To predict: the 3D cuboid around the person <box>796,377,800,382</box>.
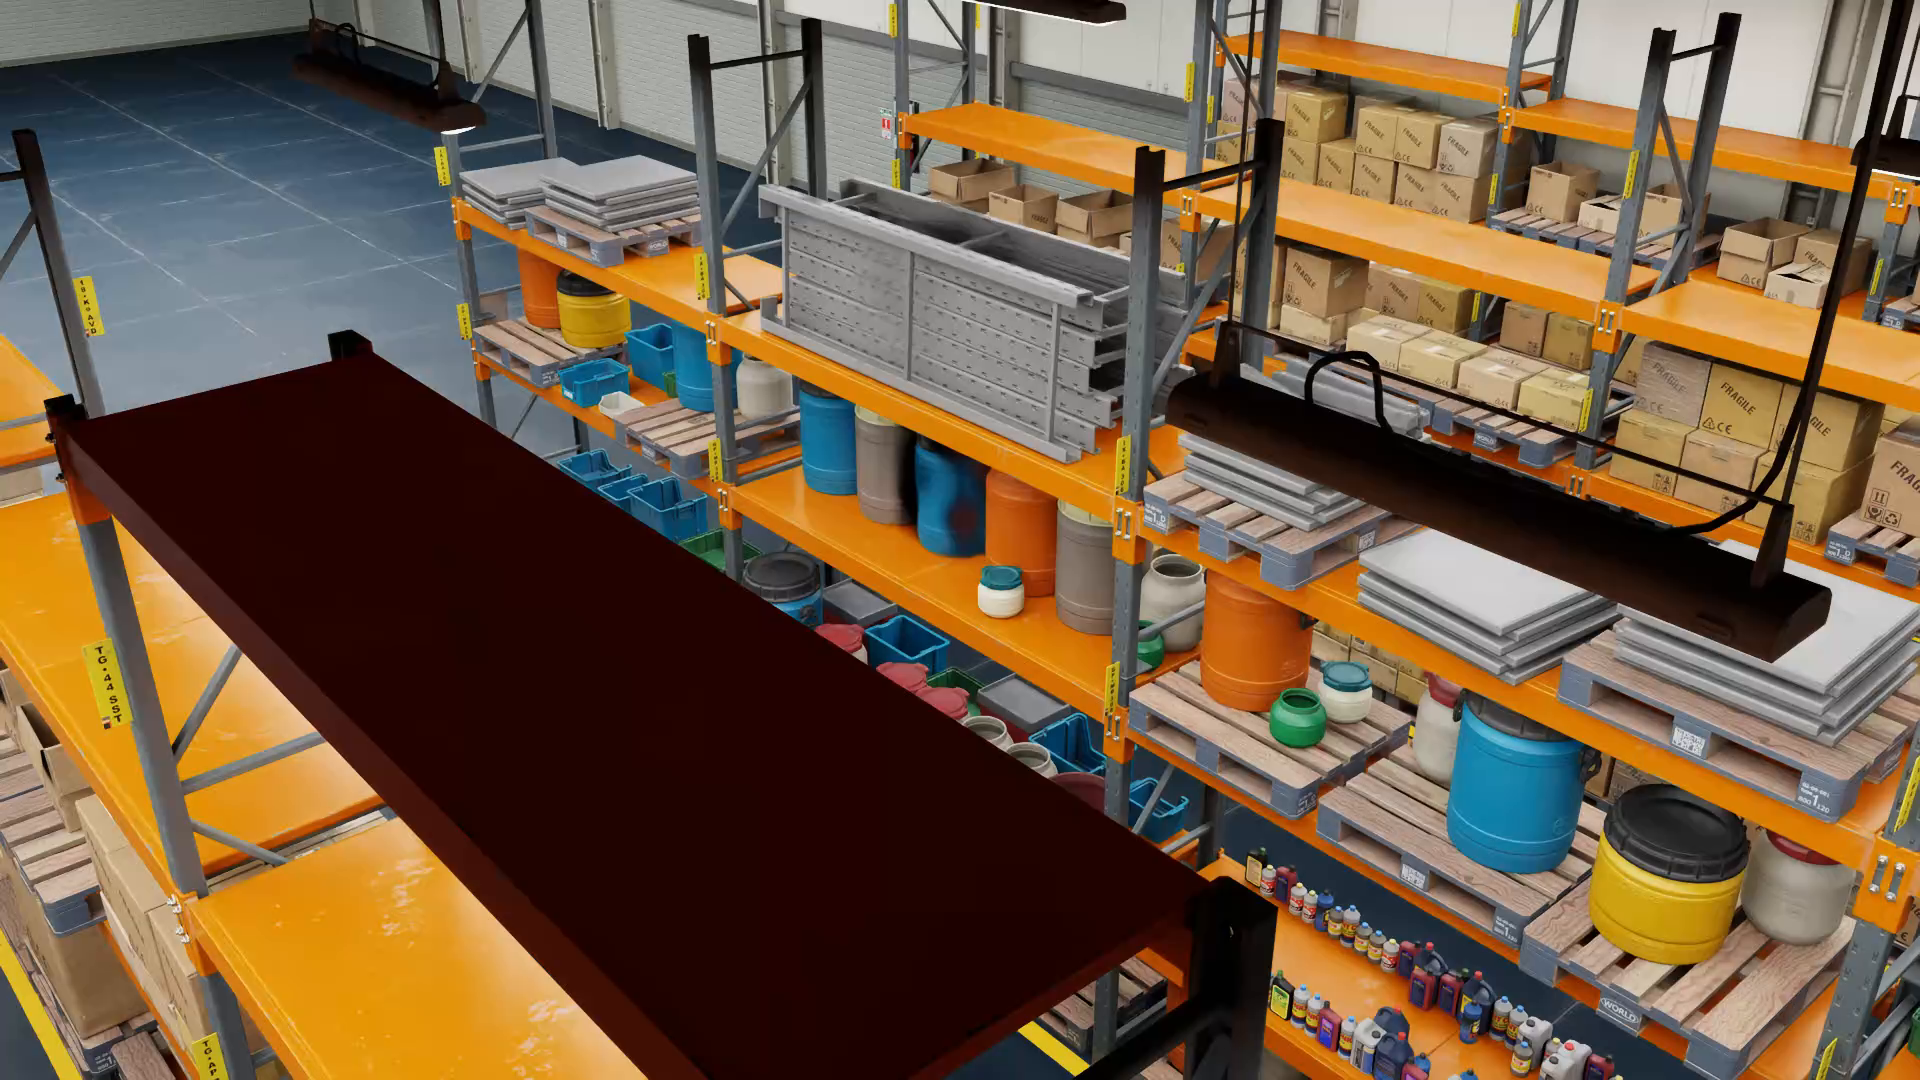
[{"bbox_3d":[-1.648,-1.939,19.650,0.856,1.590,0.685,-17,32,-30],"label":"person"}]
